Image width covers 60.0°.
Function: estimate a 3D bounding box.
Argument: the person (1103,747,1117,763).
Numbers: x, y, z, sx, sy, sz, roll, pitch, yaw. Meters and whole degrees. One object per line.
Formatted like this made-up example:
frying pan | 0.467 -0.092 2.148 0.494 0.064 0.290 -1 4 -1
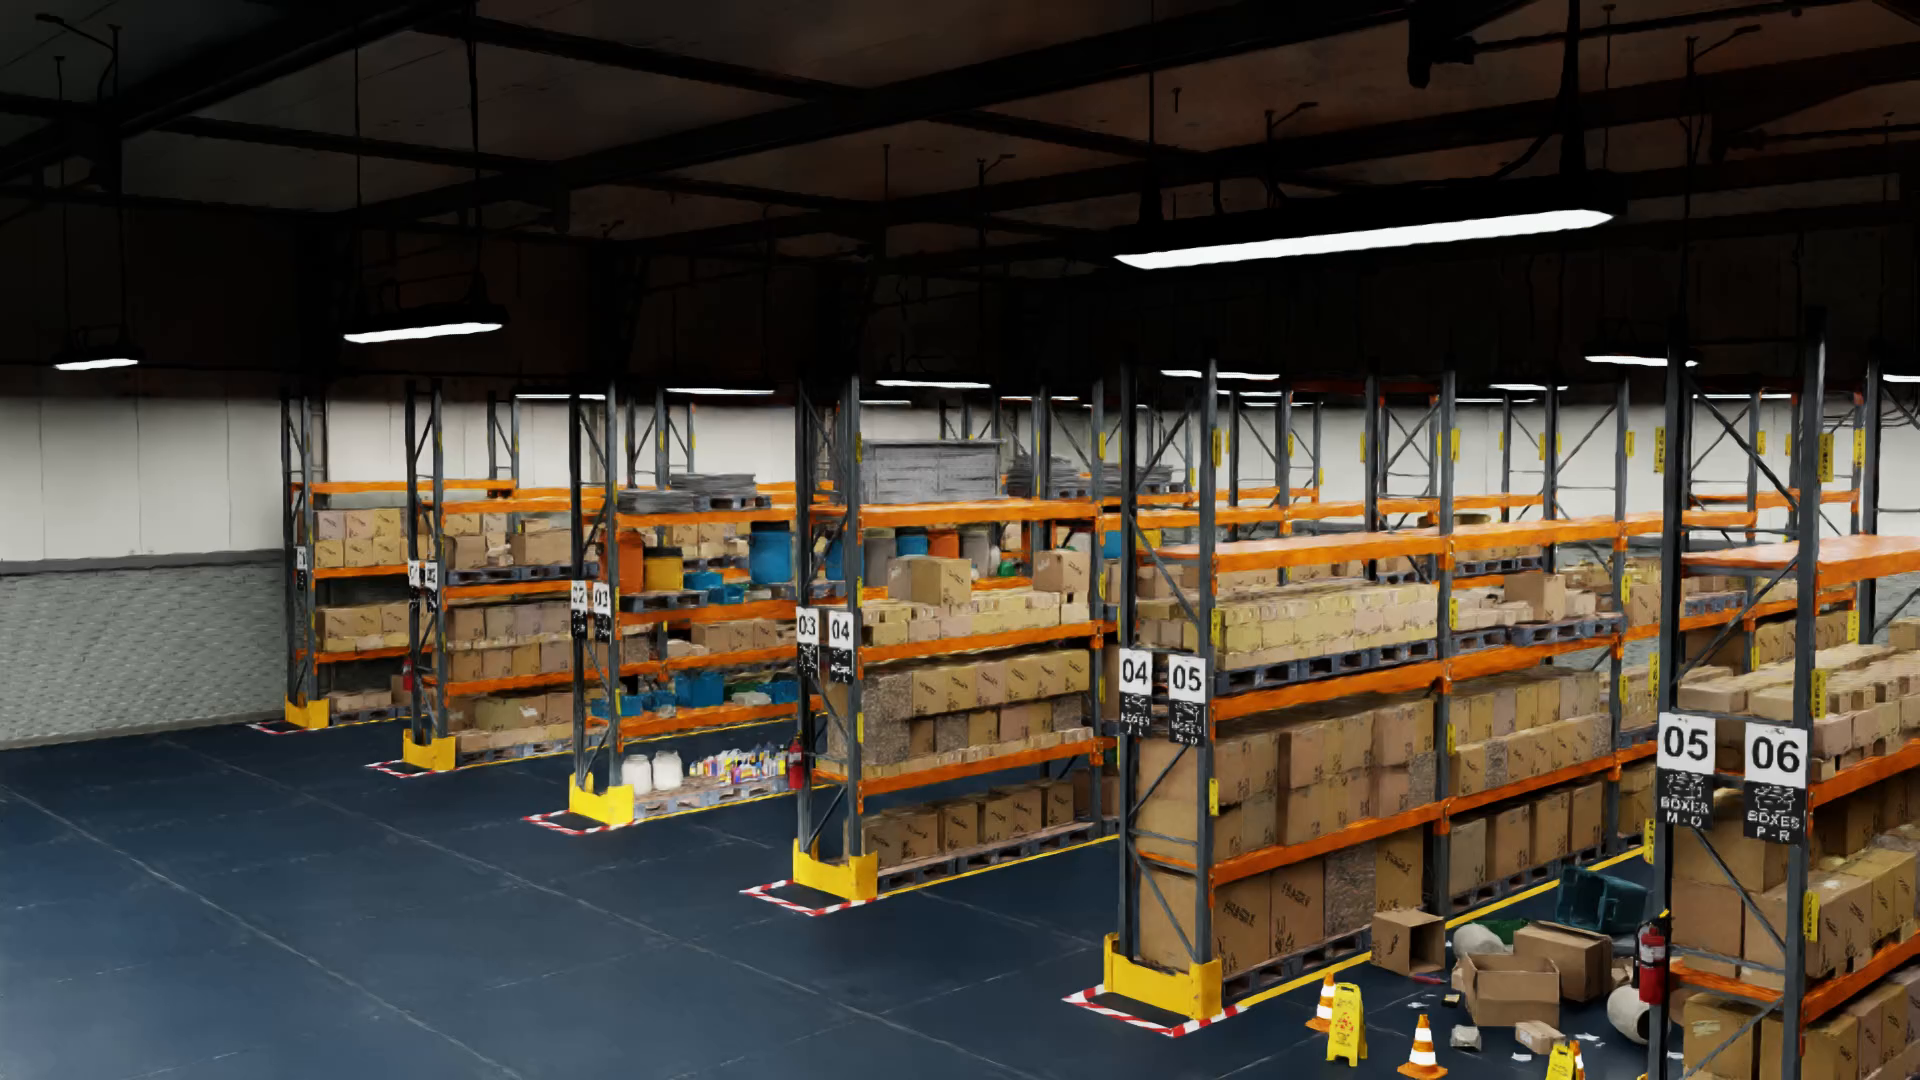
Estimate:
person | 2.151 2.764 24.083 0.552 1.742 0.677 -4 5 -44
